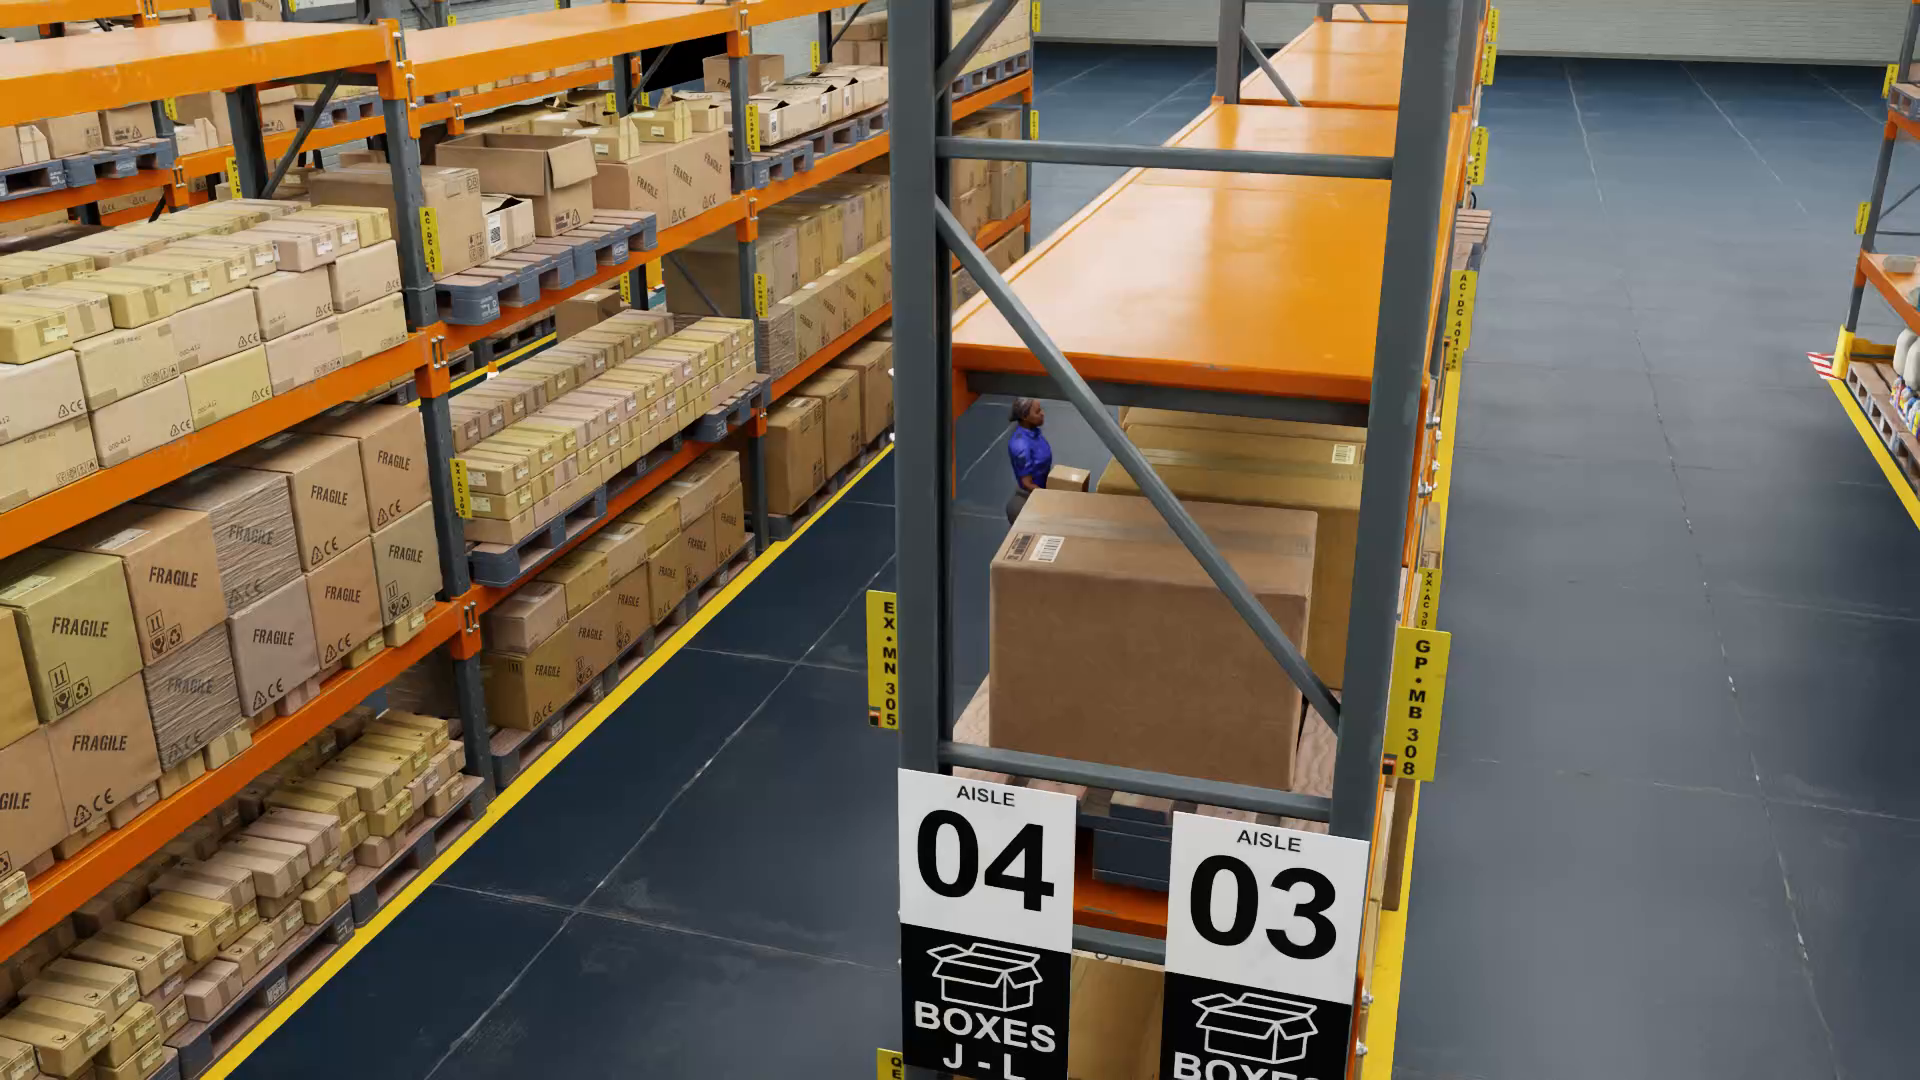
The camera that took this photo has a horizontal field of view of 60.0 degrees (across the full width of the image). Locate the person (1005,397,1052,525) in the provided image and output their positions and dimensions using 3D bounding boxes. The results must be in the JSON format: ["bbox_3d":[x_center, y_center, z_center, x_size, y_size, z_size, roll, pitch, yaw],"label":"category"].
[{"bbox_3d":[0.575,-0.210,11.620,0.508,1.651,0.455,6,23,15],"label":"person"}]
